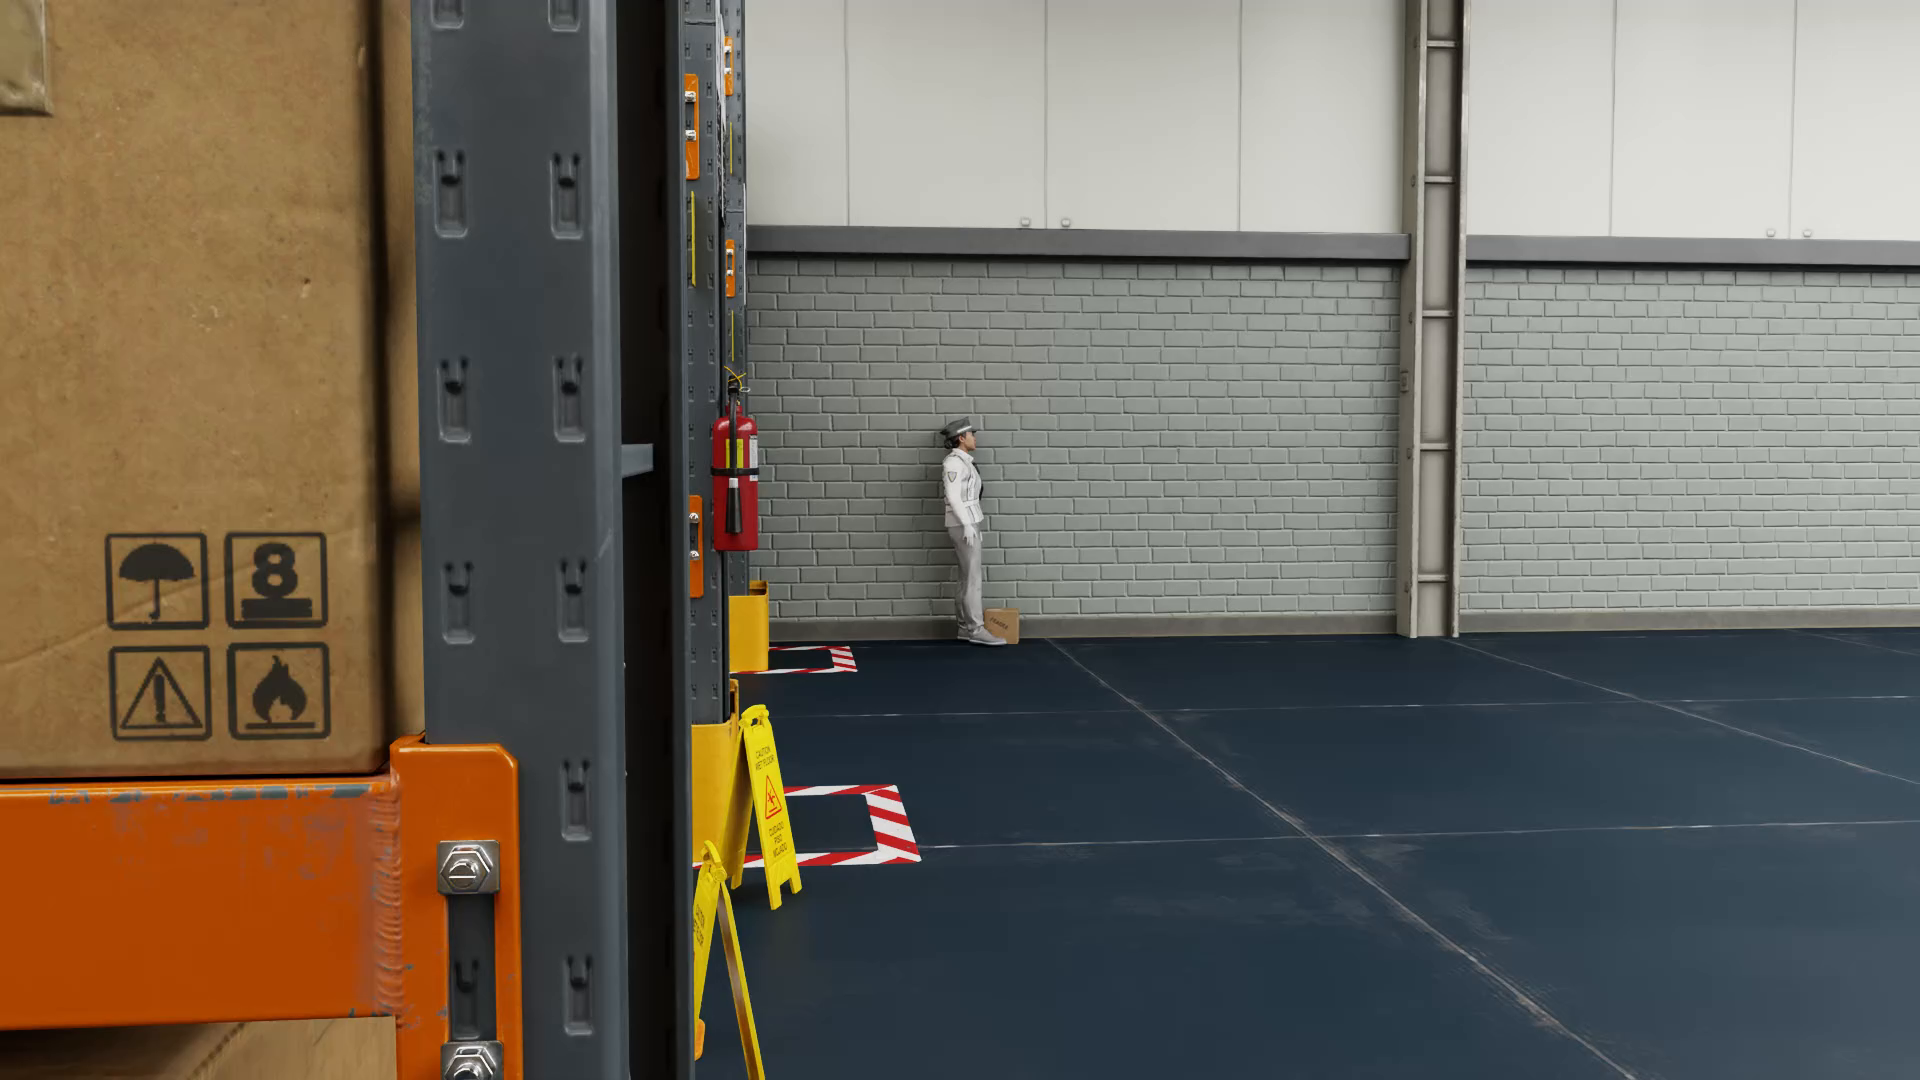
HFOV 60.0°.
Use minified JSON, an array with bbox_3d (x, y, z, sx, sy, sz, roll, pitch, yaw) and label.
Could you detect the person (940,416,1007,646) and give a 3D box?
[{"bbox_3d":[0.108,-0.083,12.480,0.529,1.694,0.587,0,4,7],"label":"person"}]
